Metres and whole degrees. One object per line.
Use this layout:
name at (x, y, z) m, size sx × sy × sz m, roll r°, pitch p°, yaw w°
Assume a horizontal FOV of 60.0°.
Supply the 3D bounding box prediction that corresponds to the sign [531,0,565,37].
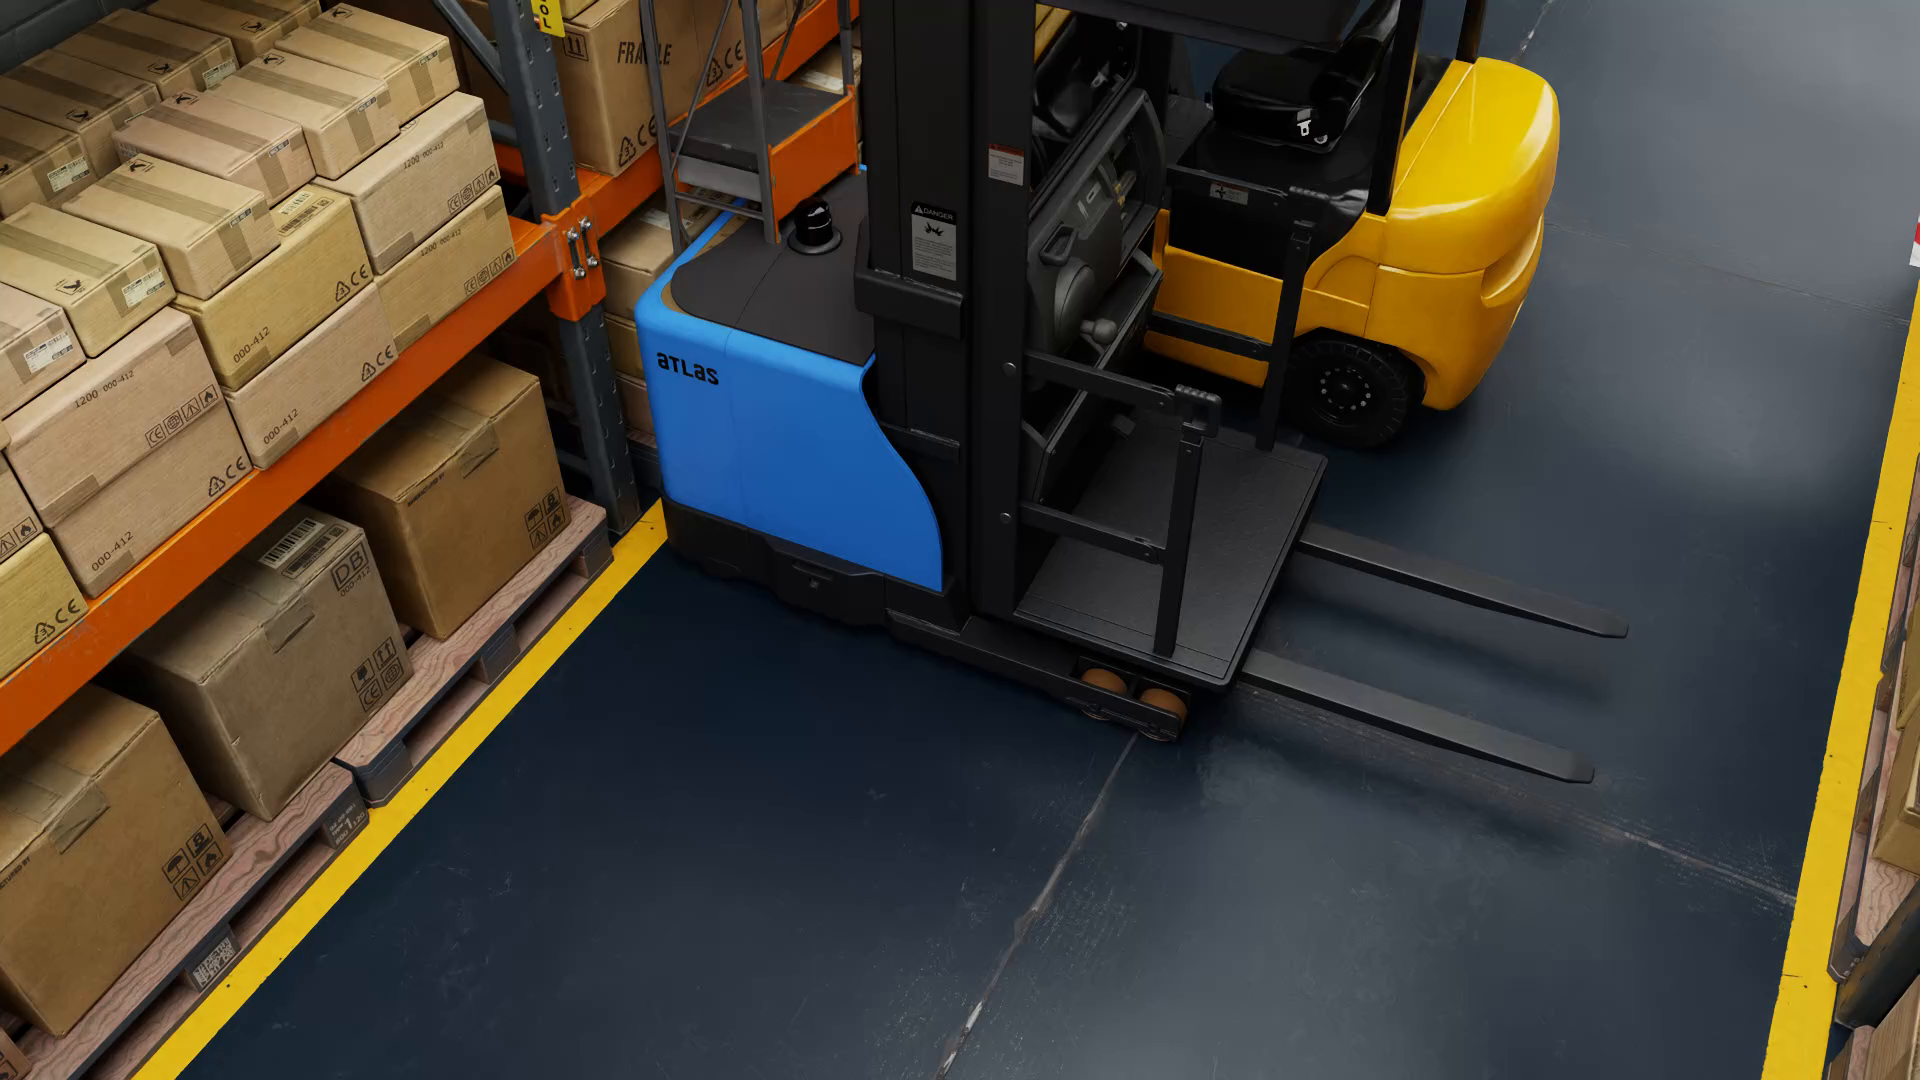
sign at (-1.098, -1.472, 4.337) m, size 0.100 × 0.325 × 0.005 m, roll 20°, pitch 49°, yaw 19°

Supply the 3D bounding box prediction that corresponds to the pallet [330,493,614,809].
pallet at (-1.891, 0.192, 5.412) m, size 1.003 × 0.211 × 1.213 m, roll 20°, pitch 49°, yaw 19°

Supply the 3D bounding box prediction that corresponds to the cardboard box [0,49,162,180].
cardboard box at (-2.224, -1.069, 4.172) m, size 0.380 × 0.149 × 0.250 m, roll 20°, pitch 49°, yaw 19°

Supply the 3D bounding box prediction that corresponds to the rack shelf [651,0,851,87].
rack shelf at (-0.634, -1.696, 4.854) m, size 0.431 × 0.518 × 0.480 m, roll 18°, pitch 43°, yaw 22°

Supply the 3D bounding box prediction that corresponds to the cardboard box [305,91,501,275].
cardboard box at (-1.585, -0.995, 4.378) m, size 0.500 × 0.250 × 0.500 m, roll 19°, pitch 48°, yaw 18°

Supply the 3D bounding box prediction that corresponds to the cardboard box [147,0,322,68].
cardboard box at (-1.937, -1.378, 4.477) m, size 0.380 × 0.149 × 0.250 m, roll 19°, pitch 48°, yaw 18°

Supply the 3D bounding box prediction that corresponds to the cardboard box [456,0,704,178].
cardboard box at (-1.146, -1.494, 5.047) m, size 0.500 × 0.500 × 0.500 m, roll 19°, pitch 48°, yaw 18°

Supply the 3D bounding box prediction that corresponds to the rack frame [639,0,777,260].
rack frame at (-0.740, -1.026, 5.118) m, size 0.400 × 2.100 × 0.015 m, roll 18°, pitch 43°, yaw 22°

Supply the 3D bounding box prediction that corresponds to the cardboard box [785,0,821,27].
cardboard box at (-0.685, -2.147, 5.693) m, size 0.500 × 0.500 × 0.500 m, roll 20°, pitch 49°, yaw 19°

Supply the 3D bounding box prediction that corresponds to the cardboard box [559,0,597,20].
cardboard box at (-1.203, -1.643, 4.738) m, size 0.380 × 0.149 × 0.250 m, roll 20°, pitch 49°, yaw 18°

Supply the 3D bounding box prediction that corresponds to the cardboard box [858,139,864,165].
cardboard box at (-0.610, -1.456, 6.367) m, size 0.500 × 0.250 × 0.500 m, roll 20°, pitch 49°, yaw 19°

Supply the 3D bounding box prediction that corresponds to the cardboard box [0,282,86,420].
cardboard box at (-2.112, -0.426, 3.535) m, size 0.380 × 0.149 × 0.250 m, roll 21°, pitch 49°, yaw 19°

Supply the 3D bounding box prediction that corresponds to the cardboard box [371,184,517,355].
cardboard box at (-1.586, -0.809, 4.546) m, size 0.500 × 0.250 × 0.500 m, roll 22°, pitch 49°, yaw 20°

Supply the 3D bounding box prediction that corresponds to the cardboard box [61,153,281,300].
cardboard box at (-1.814, -0.725, 3.832) m, size 0.380 × 0.149 × 0.250 m, roll 19°, pitch 48°, yaw 18°

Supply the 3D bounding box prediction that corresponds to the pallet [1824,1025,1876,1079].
pallet at (2.455, 1.842, 3.781) m, size 1.003 × 0.211 × 1.213 m, roll 20°, pitch 49°, yaw 19°

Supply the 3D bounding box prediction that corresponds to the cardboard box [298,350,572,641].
cardboard box at (-1.816, -0.246, 5.259) m, size 0.875 × 0.625 × 0.625 m, roll 23°, pitch 50°, yaw 21°

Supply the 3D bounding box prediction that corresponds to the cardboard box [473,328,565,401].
cardboard box at (-1.537, -0.819, 6.089) m, size 0.500 × 0.250 × 0.500 m, roll 21°, pitch 49°, yaw 19°

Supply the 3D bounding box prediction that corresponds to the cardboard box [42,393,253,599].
cardboard box at (-2.072, -0.188, 3.932) m, size 0.500 × 0.250 × 0.500 m, roll 21°, pitch 49°, yaw 19°

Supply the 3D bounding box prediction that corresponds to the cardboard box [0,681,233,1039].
cardboard box at (-2.530, 0.714, 4.309) m, size 0.875 × 0.625 × 0.625 m, roll 19°, pitch 48°, yaw 17°

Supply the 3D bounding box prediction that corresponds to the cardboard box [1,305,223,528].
cardboard box at (-2.060, -0.348, 3.739) m, size 0.500 × 0.250 × 0.500 m, roll 21°, pitch 49°, yaw 20°

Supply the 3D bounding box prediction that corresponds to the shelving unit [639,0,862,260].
shelving unit at (-0.623, -1.161, 5.284) m, size 0.431 × 2.100 × 0.503 m, roll 18°, pitch 43°, yaw 22°

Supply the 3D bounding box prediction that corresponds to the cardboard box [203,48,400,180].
cardboard box at (-1.649, -1.072, 4.174) m, size 0.380 × 0.149 × 0.250 m, roll 20°, pitch 49°, yaw 18°

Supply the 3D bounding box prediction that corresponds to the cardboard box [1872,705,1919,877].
cardboard box at (2.851, 0.729, 4.559) m, size 0.500 × 0.250 × 0.500 m, roll 23°, pitch 50°, yaw 21°

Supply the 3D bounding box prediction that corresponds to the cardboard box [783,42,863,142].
cardboard box at (-0.614, -1.635, 6.192) m, size 0.500 × 0.250 × 0.500 m, roll 22°, pitch 49°, yaw 20°

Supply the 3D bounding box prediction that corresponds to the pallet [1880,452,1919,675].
pallet at (3.660, 0.145, 5.458) m, size 1.003 × 0.211 × 1.213 m, roll 20°, pitch 49°, yaw 19°

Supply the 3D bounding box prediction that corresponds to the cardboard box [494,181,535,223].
cardboard box at (-1.526, -1.172, 5.734) m, size 0.500 × 0.250 × 0.500 m, roll 21°, pitch 49°, yaw 20°

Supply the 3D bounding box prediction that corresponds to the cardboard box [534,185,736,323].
cardboard box at (-1.081, -0.999, 5.564) m, size 0.500 × 0.250 × 0.500 m, roll 20°, pitch 49°, yaw 18°

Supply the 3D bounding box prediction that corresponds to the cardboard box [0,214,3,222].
cardboard box at (-2.463, -0.753, 3.859) m, size 0.380 × 0.149 × 0.250 m, roll 20°, pitch 49°, yaw 19°

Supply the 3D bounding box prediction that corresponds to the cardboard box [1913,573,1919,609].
cardboard box at (3.330, 0.071, 5.209) m, size 0.500 × 0.250 × 0.500 m, roll 21°, pitch 49°, yaw 20°

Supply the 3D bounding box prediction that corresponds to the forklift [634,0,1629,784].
forklift at (0.568, -0.845, 4.524) m, size 3.031 × 2.935 × 1.130 m, roll 18°, pitch 48°, yaw 17°

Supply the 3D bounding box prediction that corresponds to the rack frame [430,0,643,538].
rack frame at (-1.584, -1.266, 4.892) m, size 1.000 × 3.000 × 0.127 m, roll 20°, pitch 49°, yaw 19°

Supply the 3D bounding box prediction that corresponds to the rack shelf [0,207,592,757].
rack shelf at (-2.512, 0.247, 3.903) m, size 1.077 × 0.370 × 4.000 m, roll 20°, pitch 49°, yaw 19°
